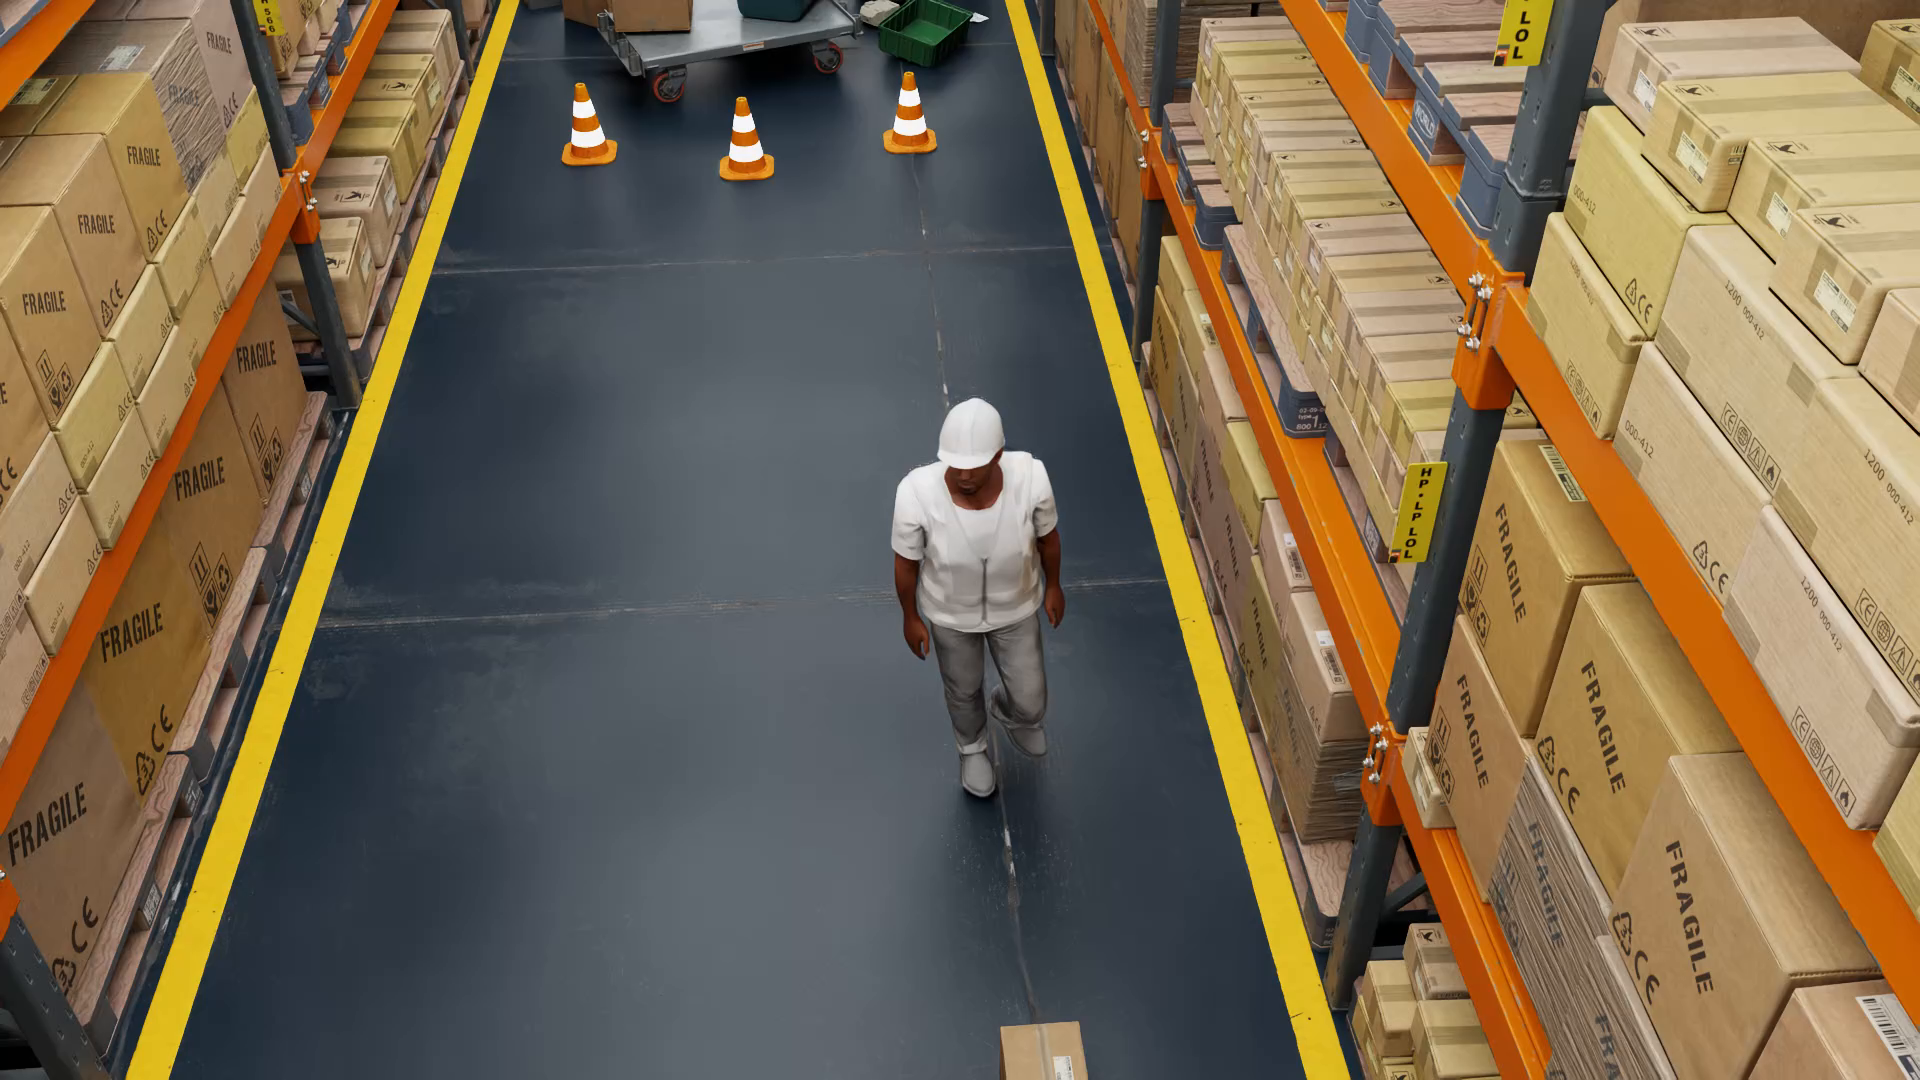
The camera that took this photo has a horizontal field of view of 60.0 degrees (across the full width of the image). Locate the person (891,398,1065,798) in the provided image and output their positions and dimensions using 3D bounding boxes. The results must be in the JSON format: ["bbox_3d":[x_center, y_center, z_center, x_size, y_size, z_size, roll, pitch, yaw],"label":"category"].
[{"bbox_3d":[0.073,0.220,5.824,0.615,1.756,0.474,-3,39,-4],"label":"person"}]
